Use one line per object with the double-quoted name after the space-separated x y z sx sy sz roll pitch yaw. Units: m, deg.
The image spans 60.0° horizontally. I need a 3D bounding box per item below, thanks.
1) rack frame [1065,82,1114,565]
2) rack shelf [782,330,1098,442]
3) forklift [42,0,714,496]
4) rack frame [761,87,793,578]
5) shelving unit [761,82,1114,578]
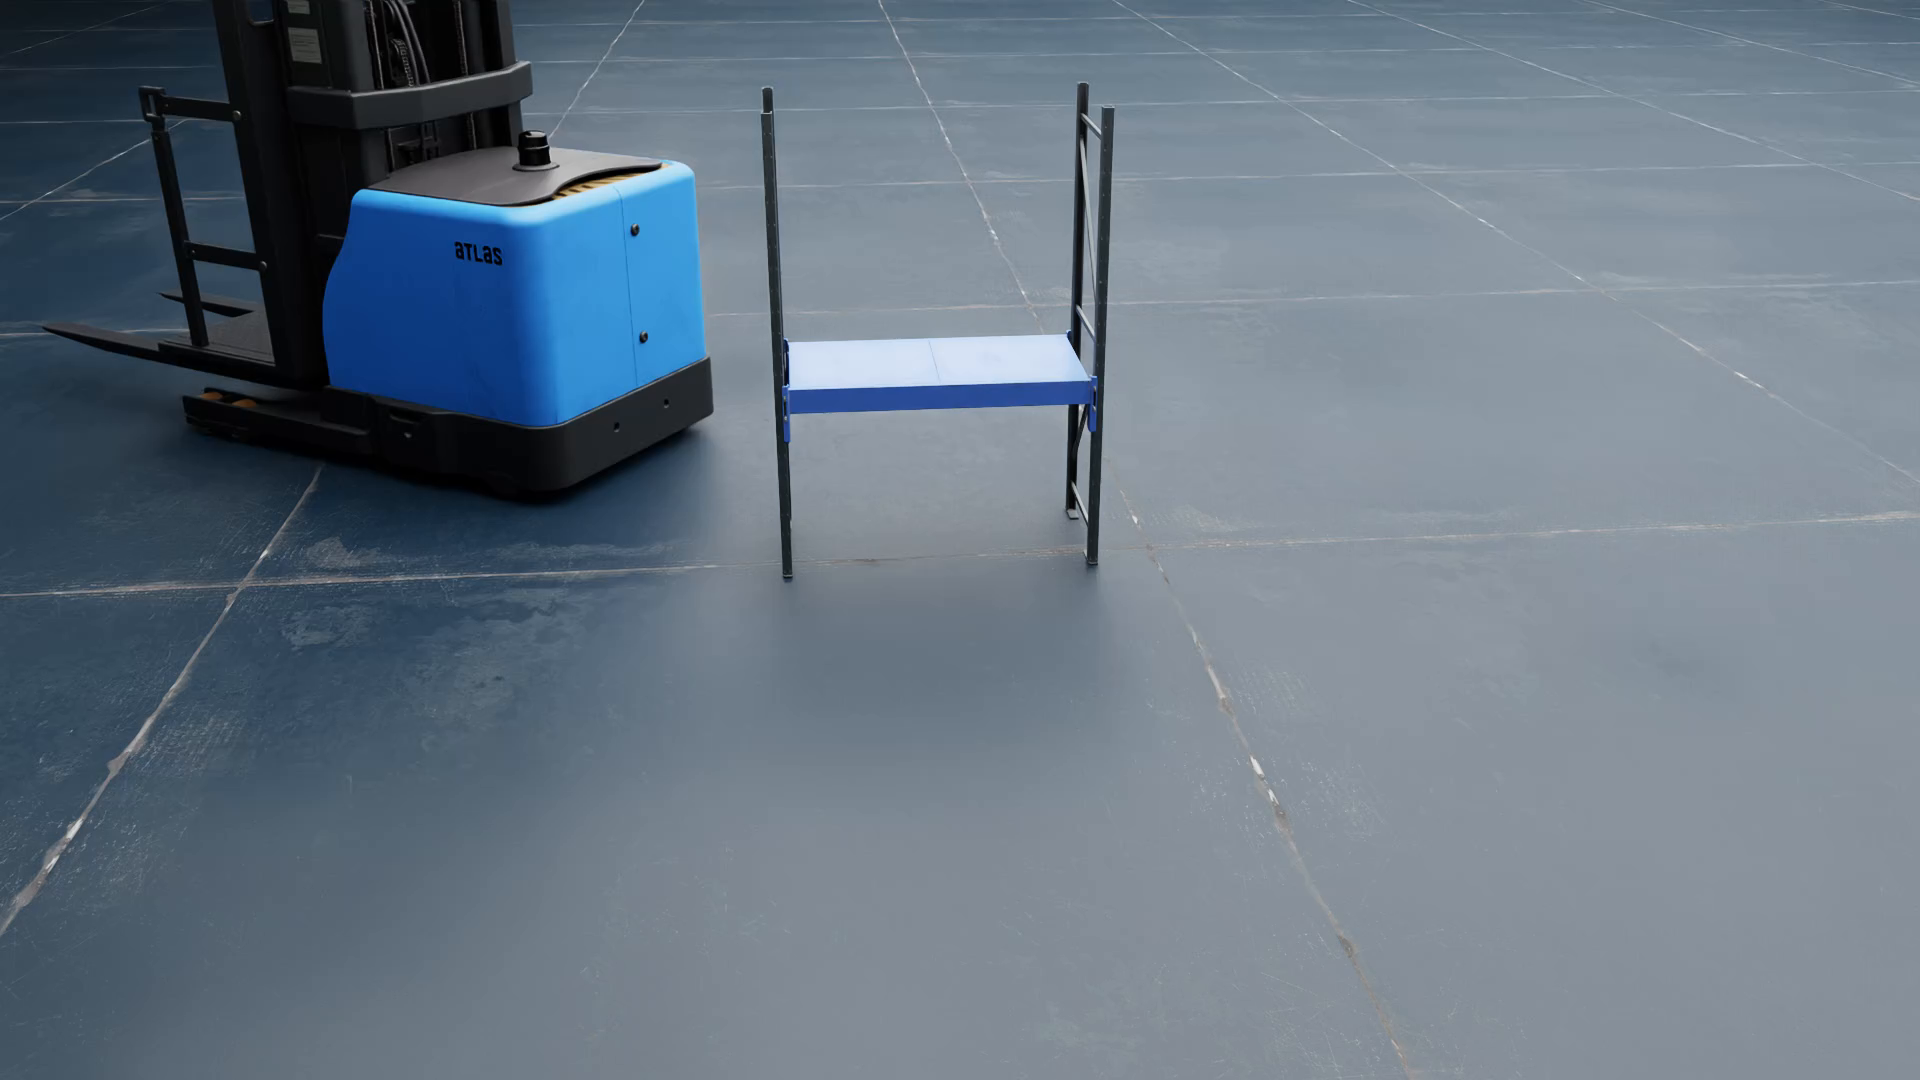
0.421 -0.702 5.483 0.032 1.500 0.500 -2 24 -5 "rack frame"
-0.085 -0.518 5.511 1.000 0.185 0.538 -2 24 -5 "rack shelf"
-2.546 -1.908 6.434 3.031 2.935 1.130 12 27 25 "forklift"
-0.591 -0.662 5.392 0.032 1.500 0.500 -2 24 -5 "rack frame"
-0.085 -0.682 5.438 1.048 1.500 0.538 -2 24 -5 "shelving unit"
